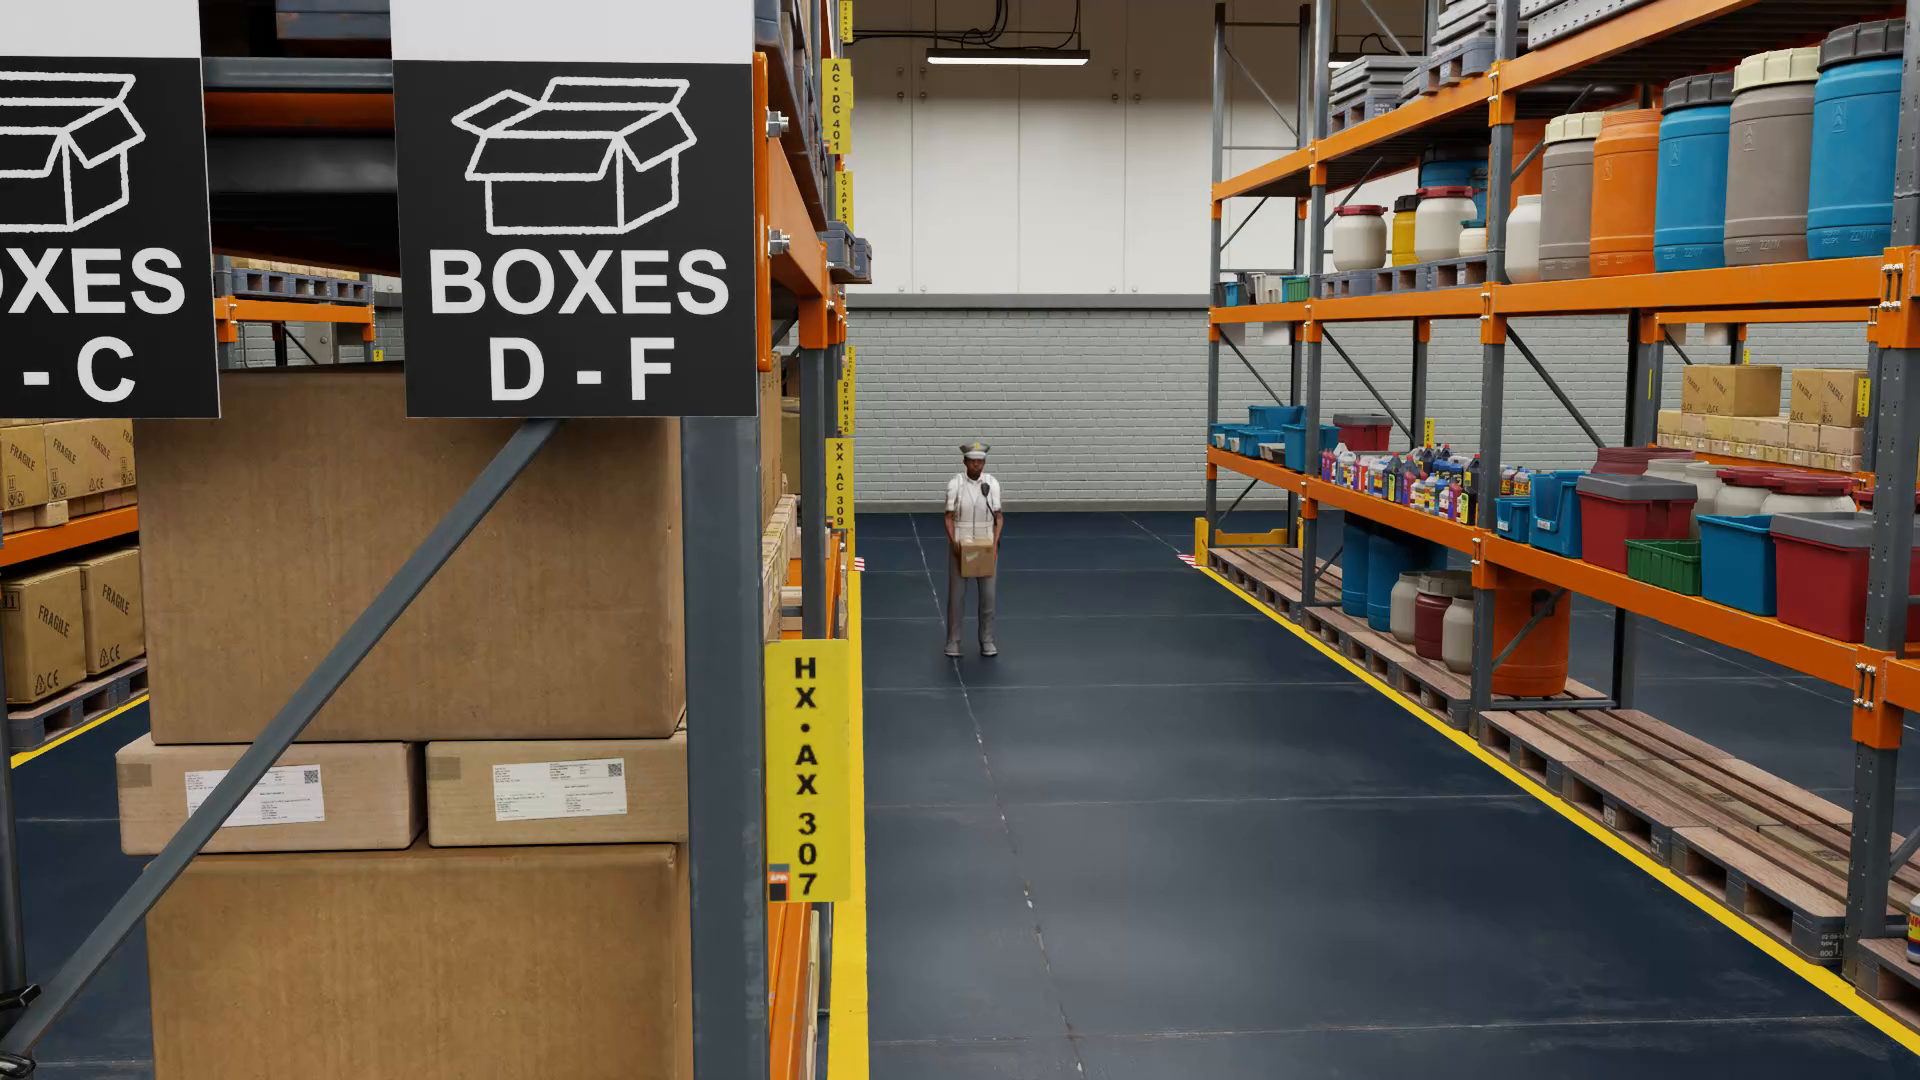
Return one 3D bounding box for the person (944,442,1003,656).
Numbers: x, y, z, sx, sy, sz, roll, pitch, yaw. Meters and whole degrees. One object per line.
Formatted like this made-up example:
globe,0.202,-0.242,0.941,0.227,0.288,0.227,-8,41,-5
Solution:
person,0.108,0.066,13.111,0.479,1.684,0.429,-1,7,-5
